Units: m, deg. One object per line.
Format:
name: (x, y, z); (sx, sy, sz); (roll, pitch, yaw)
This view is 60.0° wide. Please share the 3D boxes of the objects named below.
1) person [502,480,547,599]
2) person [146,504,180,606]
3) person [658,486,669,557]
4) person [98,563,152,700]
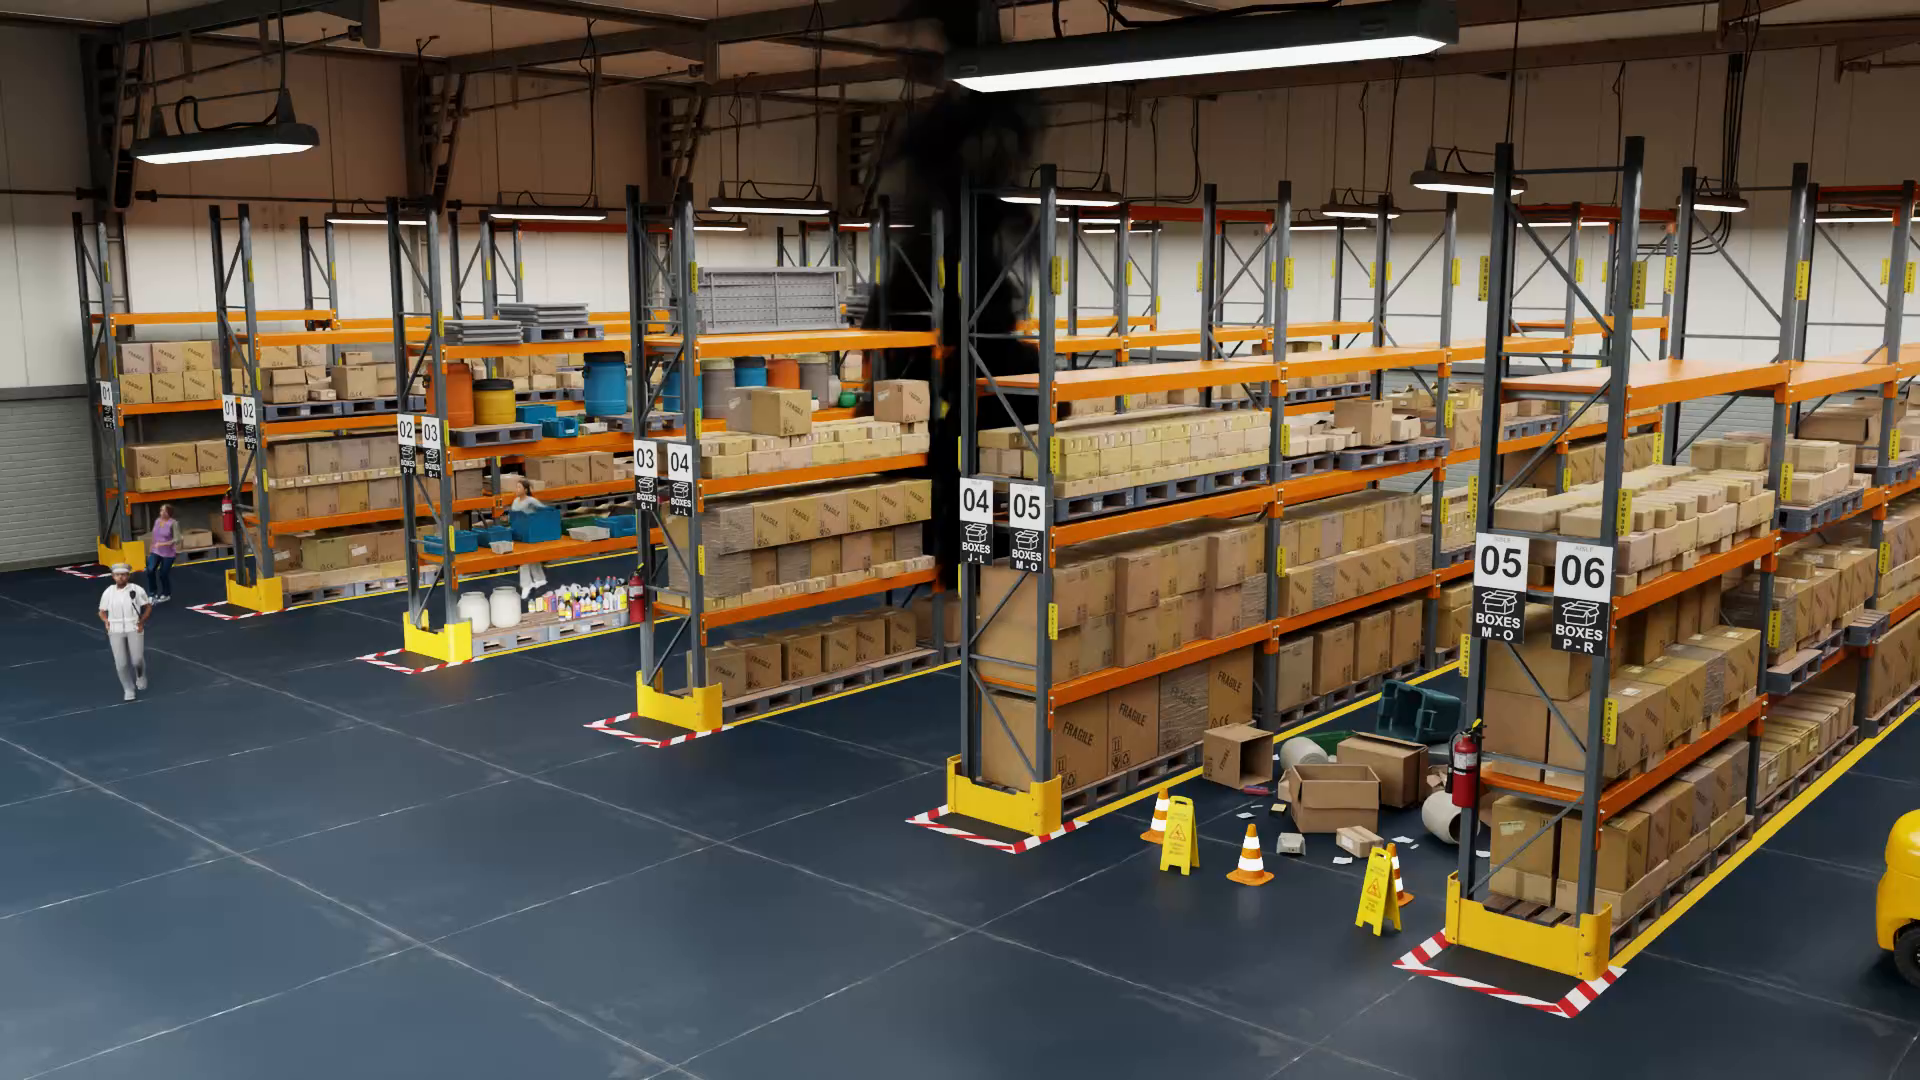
person: (-6.471, -0.022, 24.751); (0.542, 1.763, 0.711); (8, 12, 39)
person: (-12.020, 0.230, 25.121); (0.529, 1.539, 0.636); (0, 9, 0)
person: (-4.906, -0.547, 27.524); (0.640, 1.808, 0.604); (7, 12, 36)
person: (-9.935, 1.085, 19.806); (0.572, 1.639, 0.578); (-4, 10, -21)
